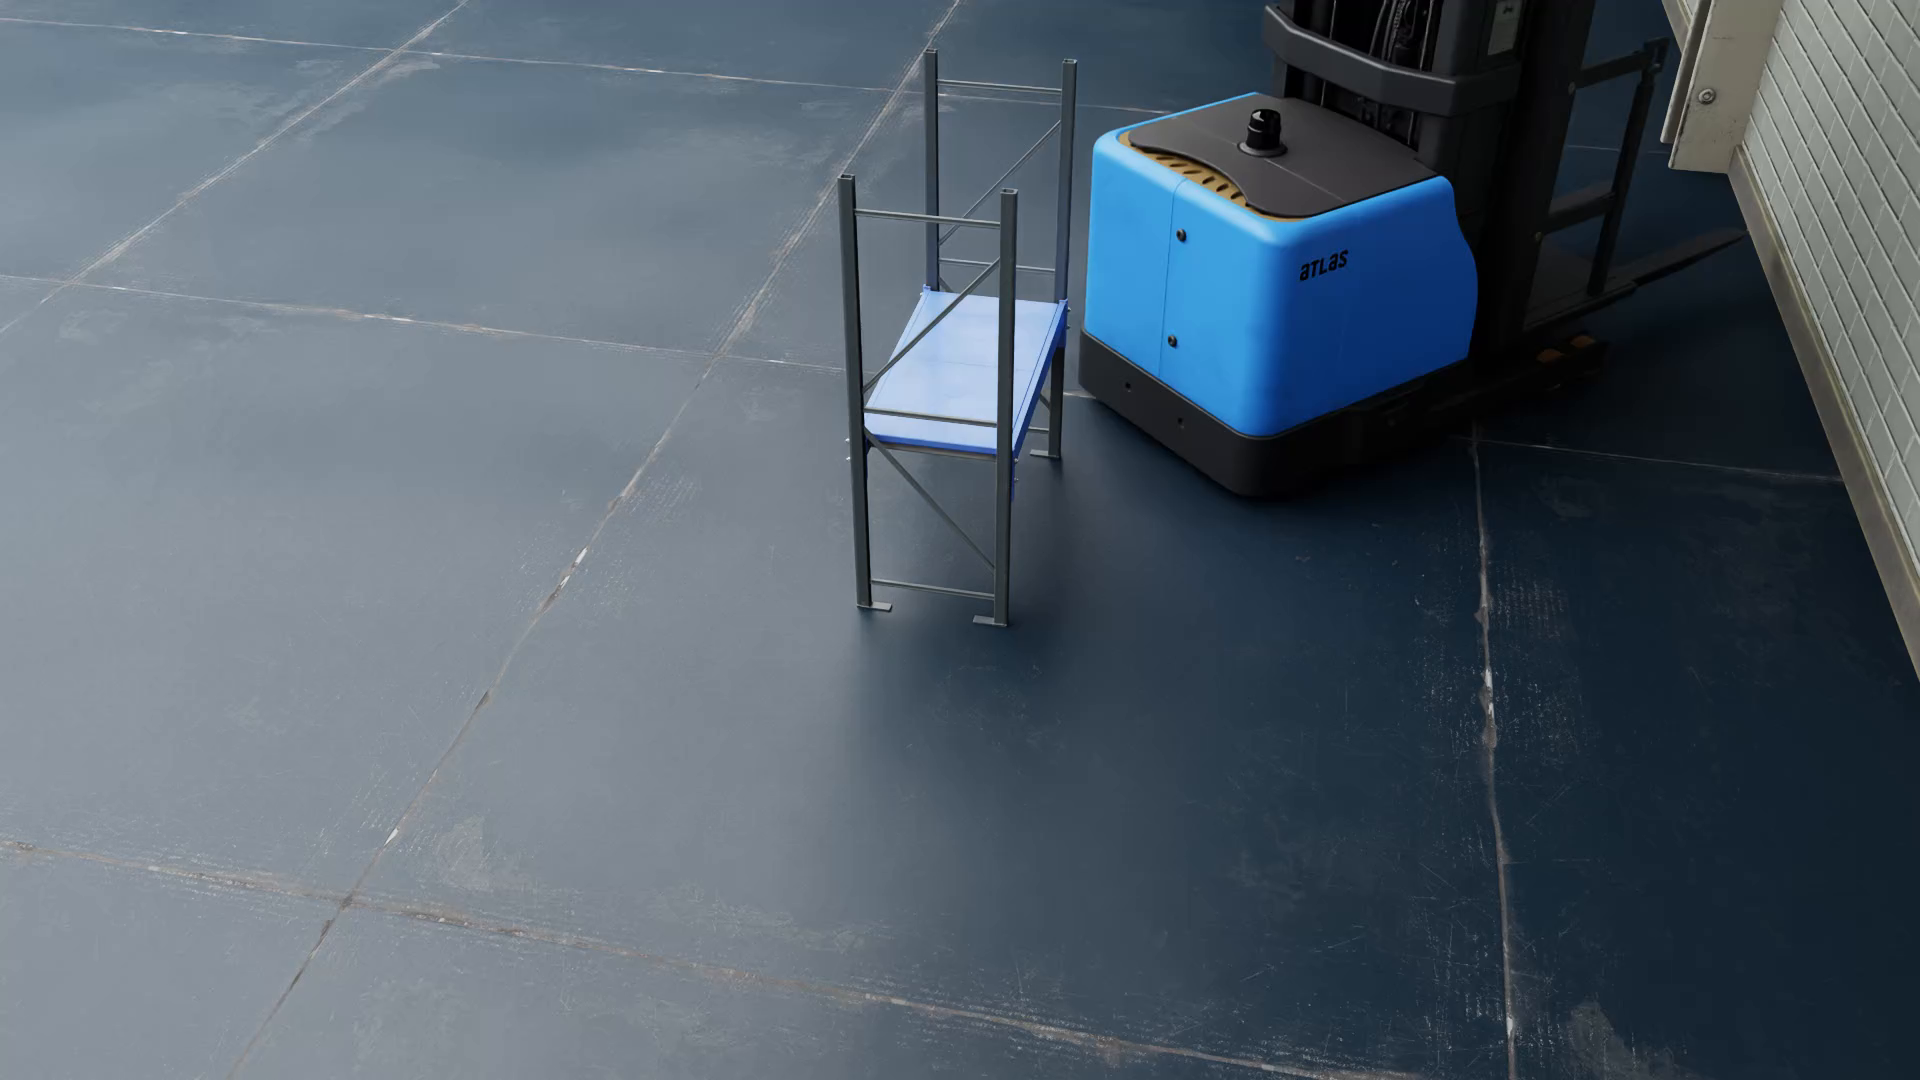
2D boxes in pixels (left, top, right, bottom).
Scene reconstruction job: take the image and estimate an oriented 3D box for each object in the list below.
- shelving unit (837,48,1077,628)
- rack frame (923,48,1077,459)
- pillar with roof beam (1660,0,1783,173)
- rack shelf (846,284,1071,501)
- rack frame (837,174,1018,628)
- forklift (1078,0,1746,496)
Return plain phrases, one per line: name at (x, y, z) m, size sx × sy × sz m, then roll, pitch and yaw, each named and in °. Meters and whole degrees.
shelving unit at (0.018, -0.656, 5.377) m, size 0.538 × 1.500 × 1.048 m, roll 7°, pitch 37°, yaw 10°
rack frame at (0.127, -0.948, 5.779) m, size 0.500 × 1.500 × 0.032 m, roll 7°, pitch 37°, yaw 10°
pillar with roof beam at (-0.466, -6.134, 6.545) m, size 9.100 × 9.000 × 0.400 m, roll 7°, pitch 37°, yaw 10°
rack shelf at (0.018, -0.511, 5.483) m, size 0.538 × 0.185 × 1.000 m, roll 7°, pitch 37°, yaw 10°
rack frame at (-0.090, -0.365, 4.975) m, size 0.500 × 1.500 × 0.032 m, roll 7°, pitch 37°, yaw 10°
forklift at (1.968, -2.007, 6.022) m, size 3.031 × 2.935 × 1.130 m, roll -22°, pitch 41°, yaw -27°
